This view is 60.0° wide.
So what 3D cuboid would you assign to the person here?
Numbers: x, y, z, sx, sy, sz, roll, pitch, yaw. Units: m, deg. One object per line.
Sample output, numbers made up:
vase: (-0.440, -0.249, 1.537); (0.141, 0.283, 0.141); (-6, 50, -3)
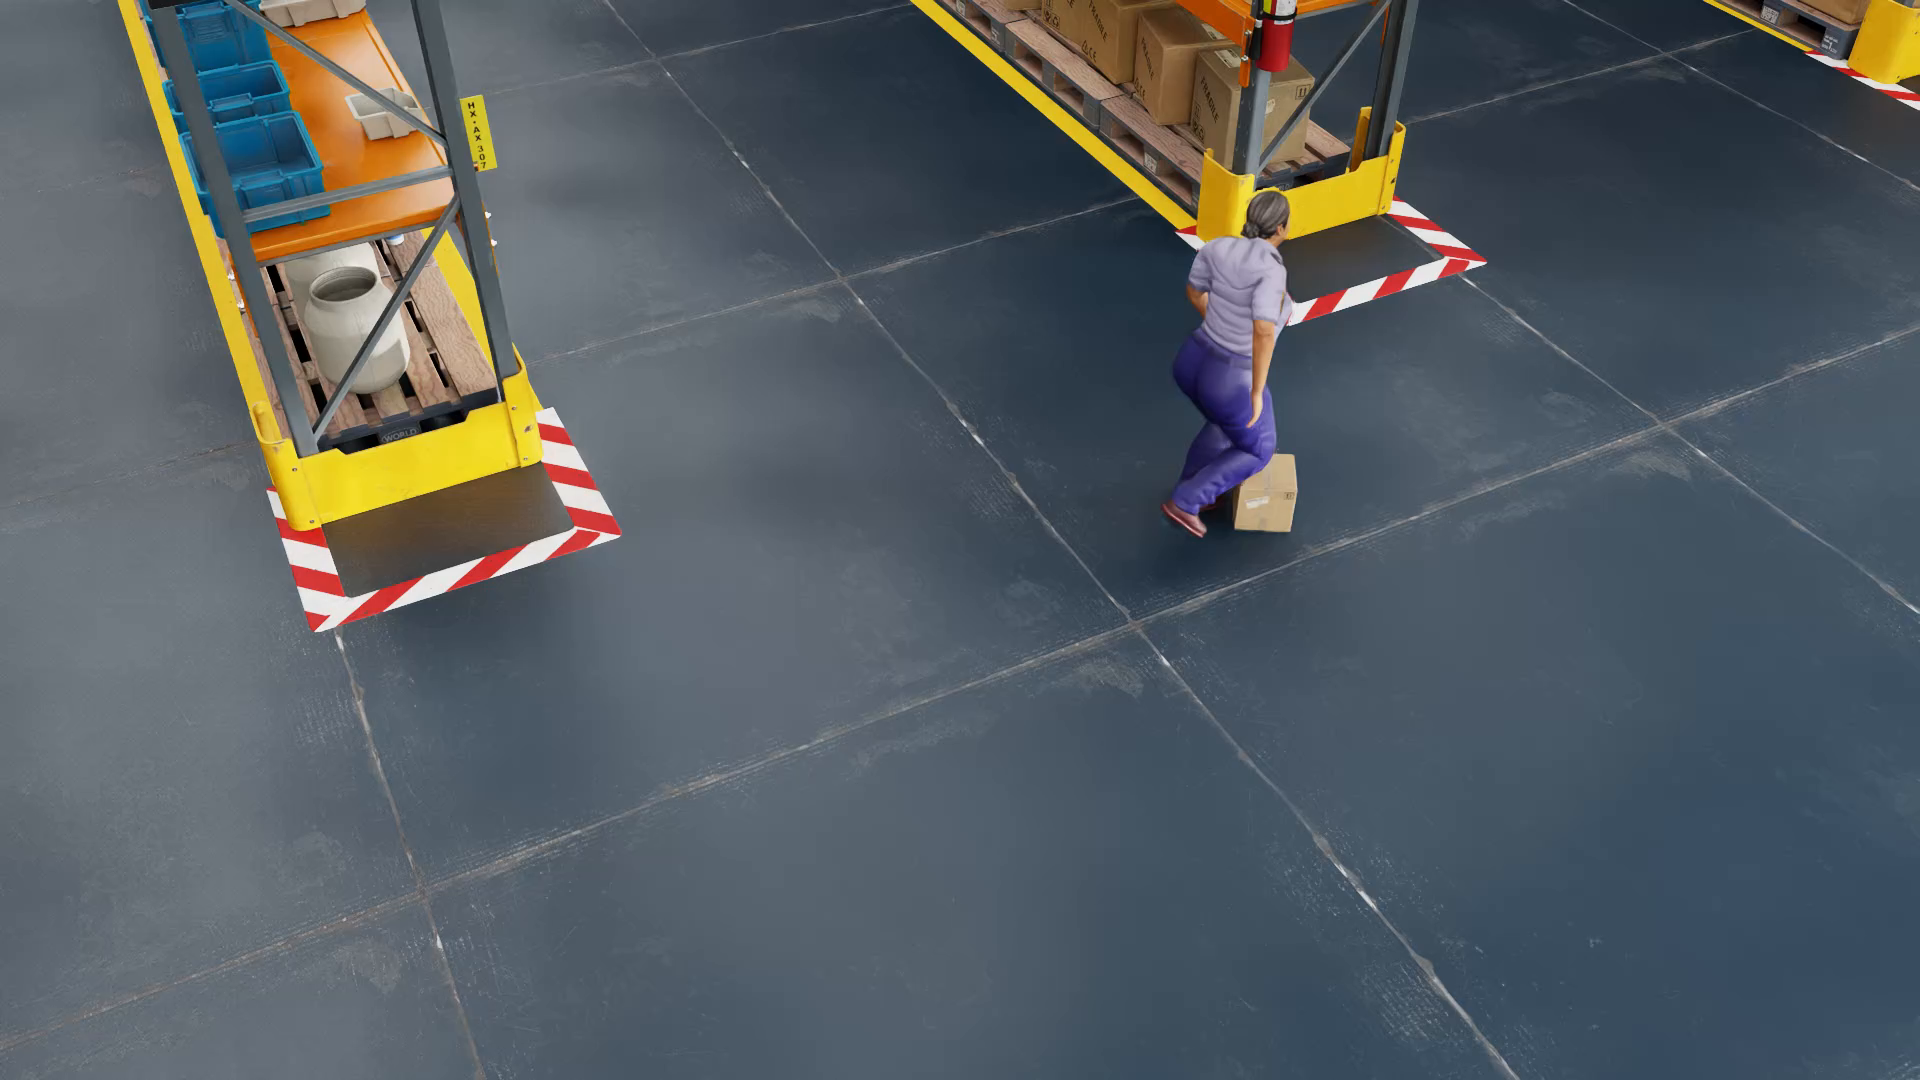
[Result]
person: (1.102, -0.702, 7.043); (0.661, 1.545, 0.669); (-23, 46, -24)
